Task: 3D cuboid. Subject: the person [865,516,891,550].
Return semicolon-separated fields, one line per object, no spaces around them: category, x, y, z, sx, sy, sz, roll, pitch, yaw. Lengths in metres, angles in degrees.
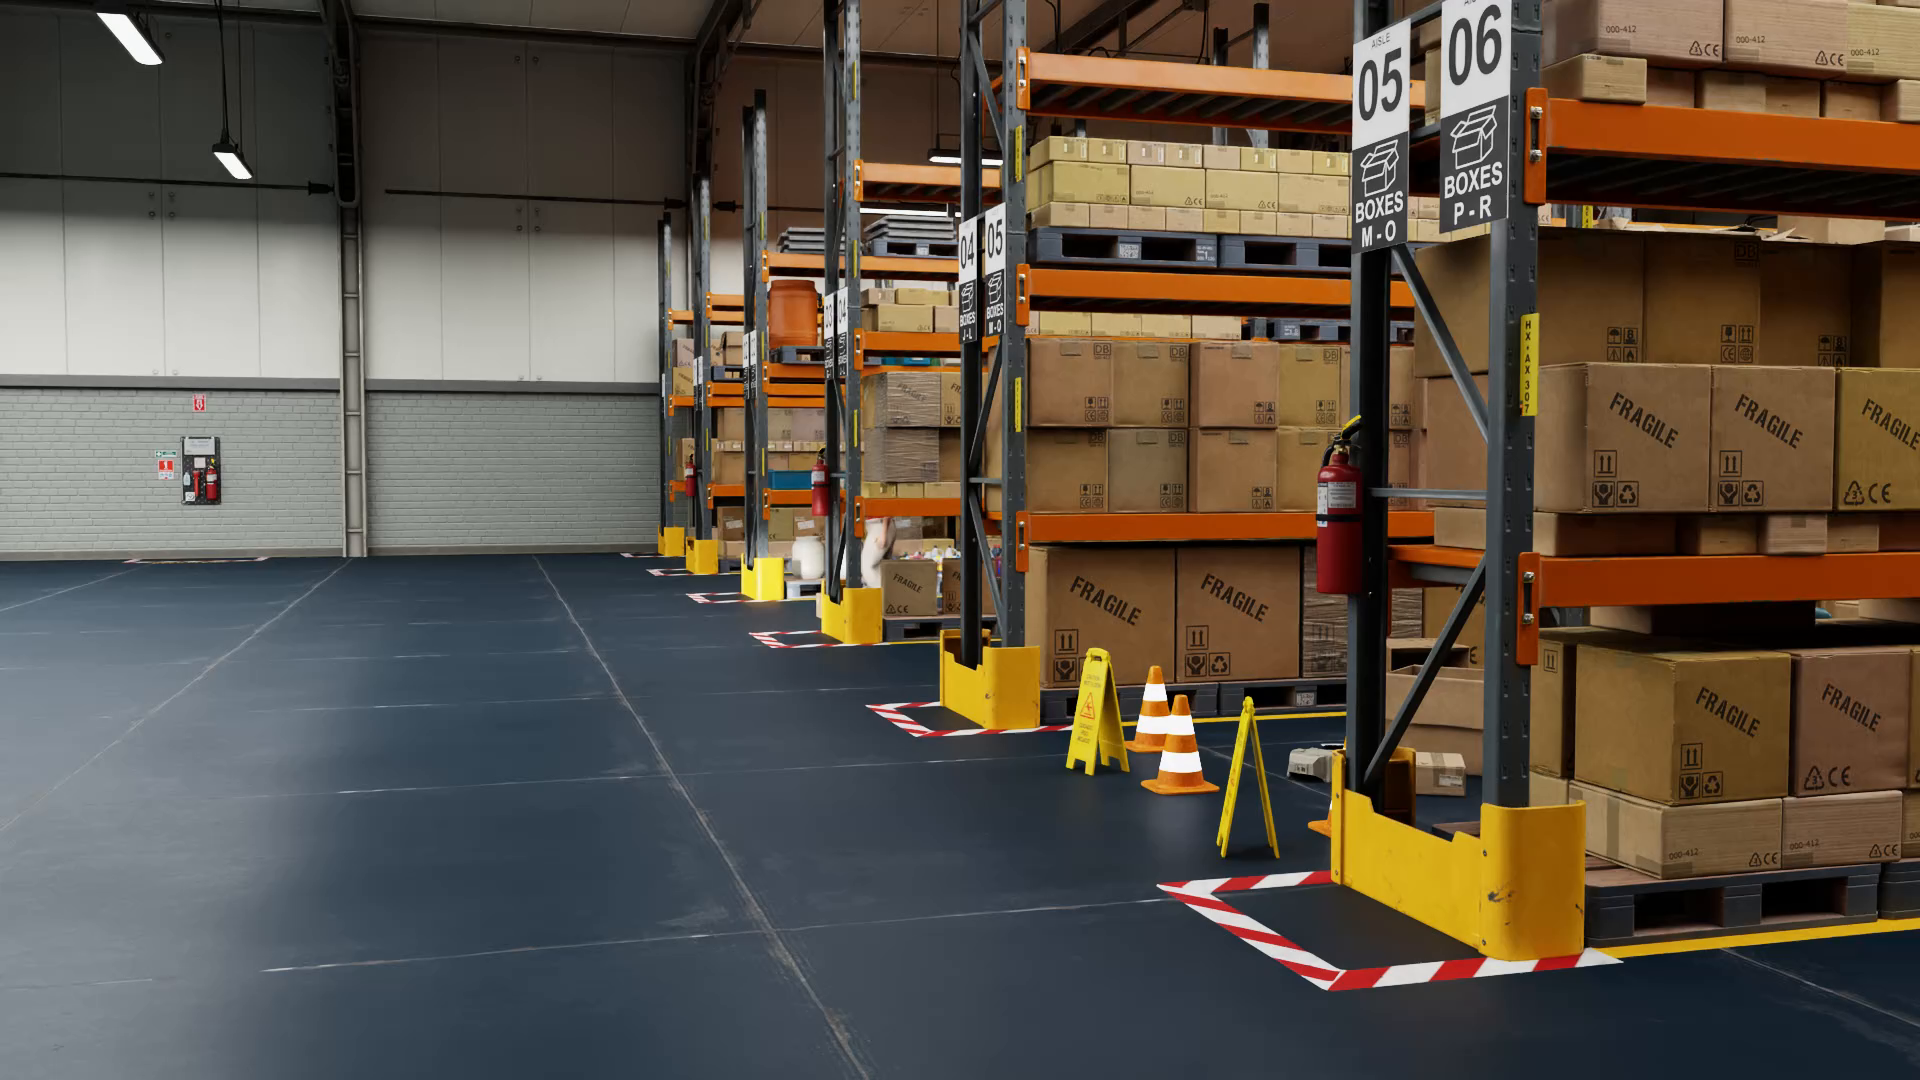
person;-0.847;-0.413;17.667;0.339;1.031;0.567;0;3;-3
